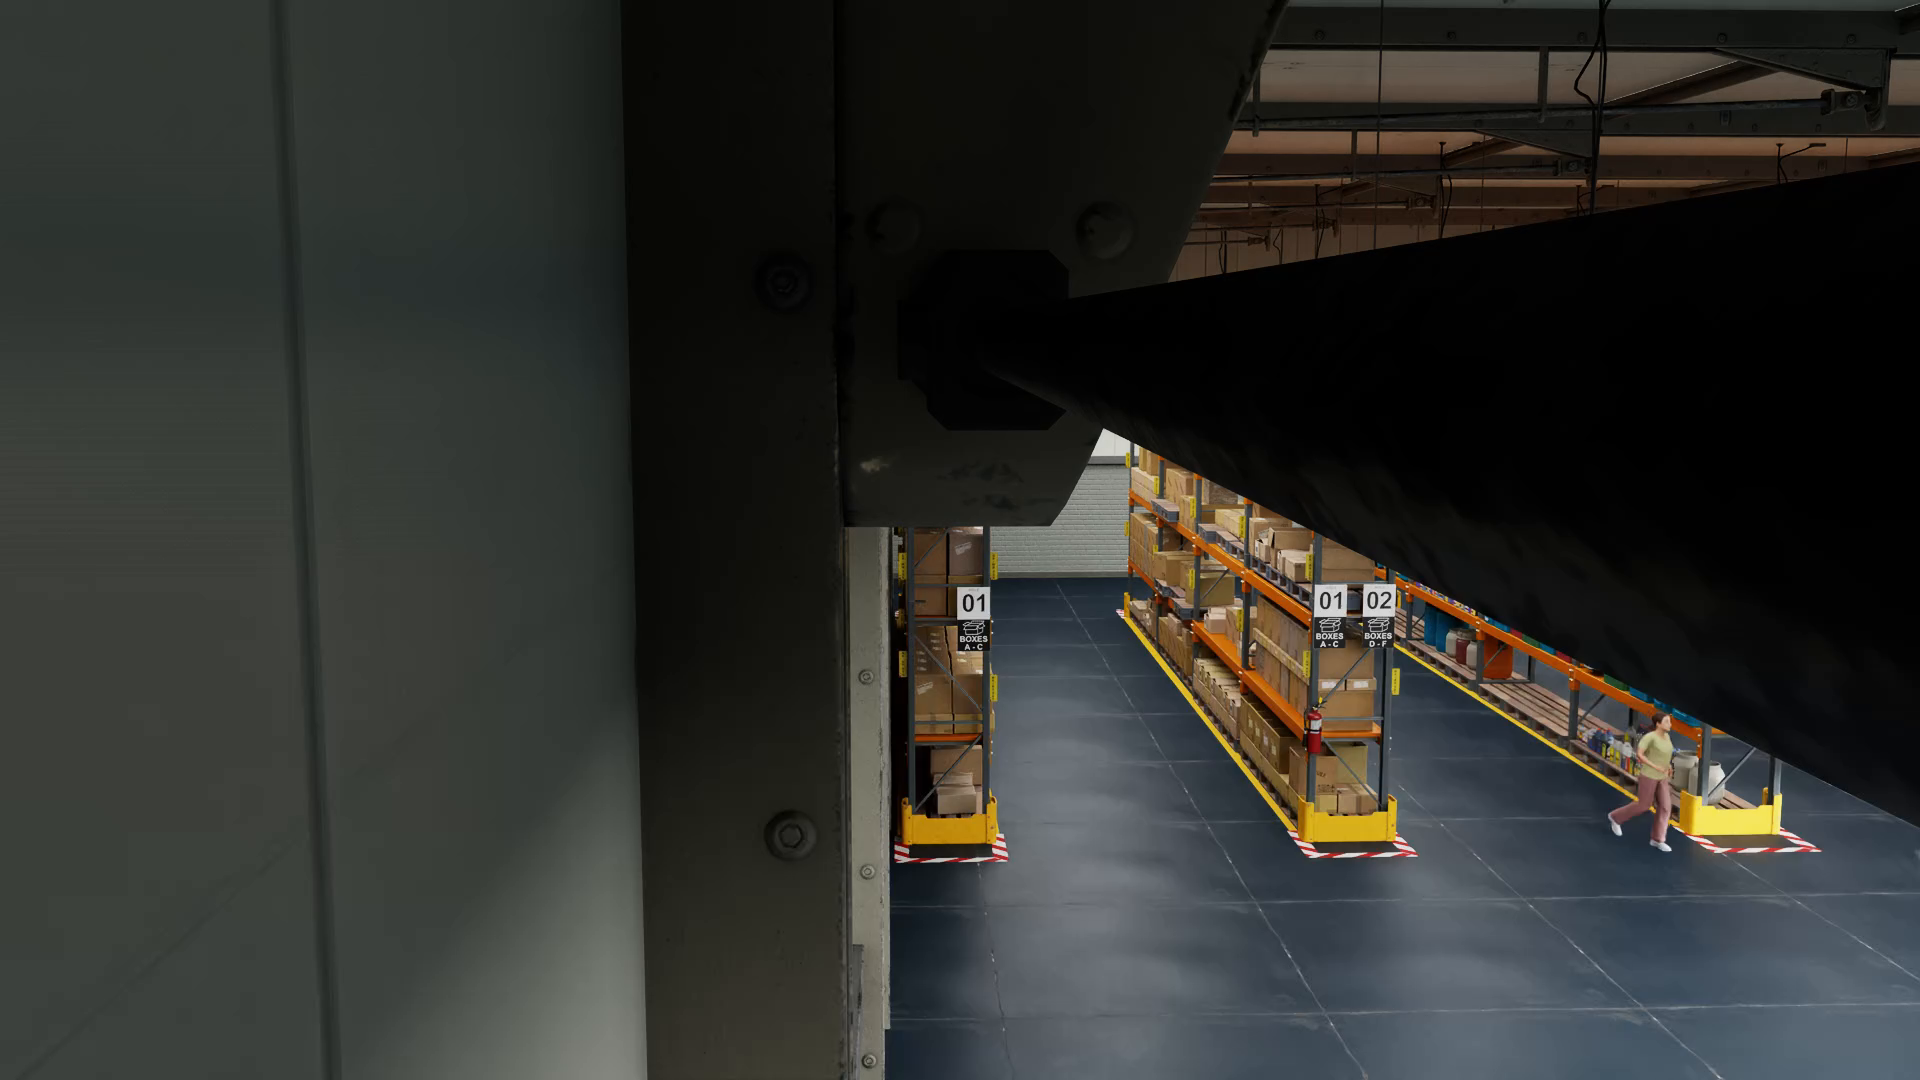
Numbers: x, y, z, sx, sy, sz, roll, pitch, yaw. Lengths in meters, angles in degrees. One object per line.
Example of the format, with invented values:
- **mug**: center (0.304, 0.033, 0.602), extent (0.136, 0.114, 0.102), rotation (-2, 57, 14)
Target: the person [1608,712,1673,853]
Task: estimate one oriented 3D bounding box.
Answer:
- **person**: center (8.516, 2.908, 20.430), extent (0.633, 1.658, 0.842), rotation (-4, 8, -29)
